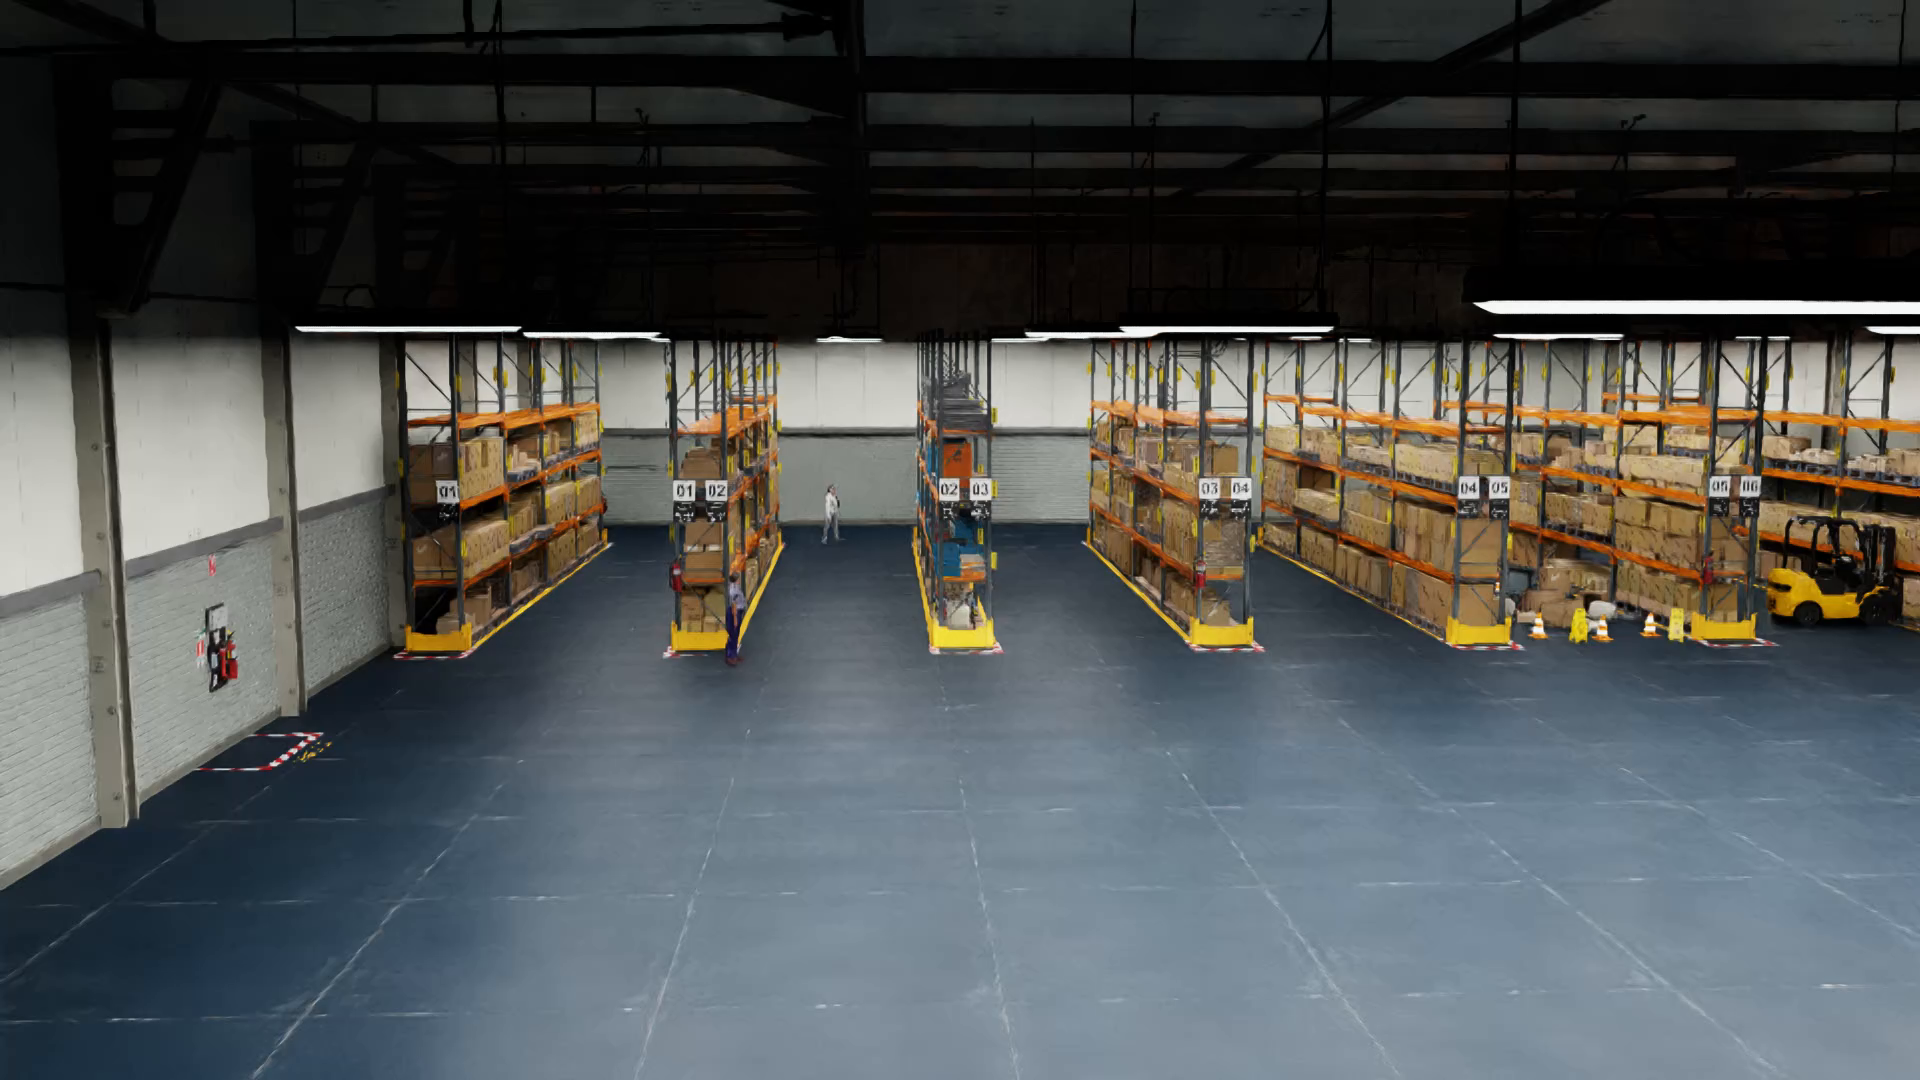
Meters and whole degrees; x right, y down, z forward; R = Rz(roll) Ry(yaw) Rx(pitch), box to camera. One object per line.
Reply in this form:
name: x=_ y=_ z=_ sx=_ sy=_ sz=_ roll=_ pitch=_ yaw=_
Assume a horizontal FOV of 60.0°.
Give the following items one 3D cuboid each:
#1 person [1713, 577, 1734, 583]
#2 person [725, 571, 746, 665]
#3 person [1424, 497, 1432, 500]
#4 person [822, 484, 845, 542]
person: x=16.391 y=0.687 z=35.688 sx=0.447 sy=1.668 sz=0.530 roll=-5 pitch=8 yaw=-34
person: x=-4.040 y=1.392 z=29.851 sx=0.381 sy=1.632 sz=0.595 roll=-1 pitch=7 yaw=-10
person: x=12.690 y=-0.489 z=45.170 sx=0.580 sy=1.763 sz=0.694 roll=1 pitch=7 yaw=9
person: x=-3.700 y=-0.791 z=48.130 sx=0.514 sy=1.674 sz=0.660 roll=3 pitch=8 yaw=27
